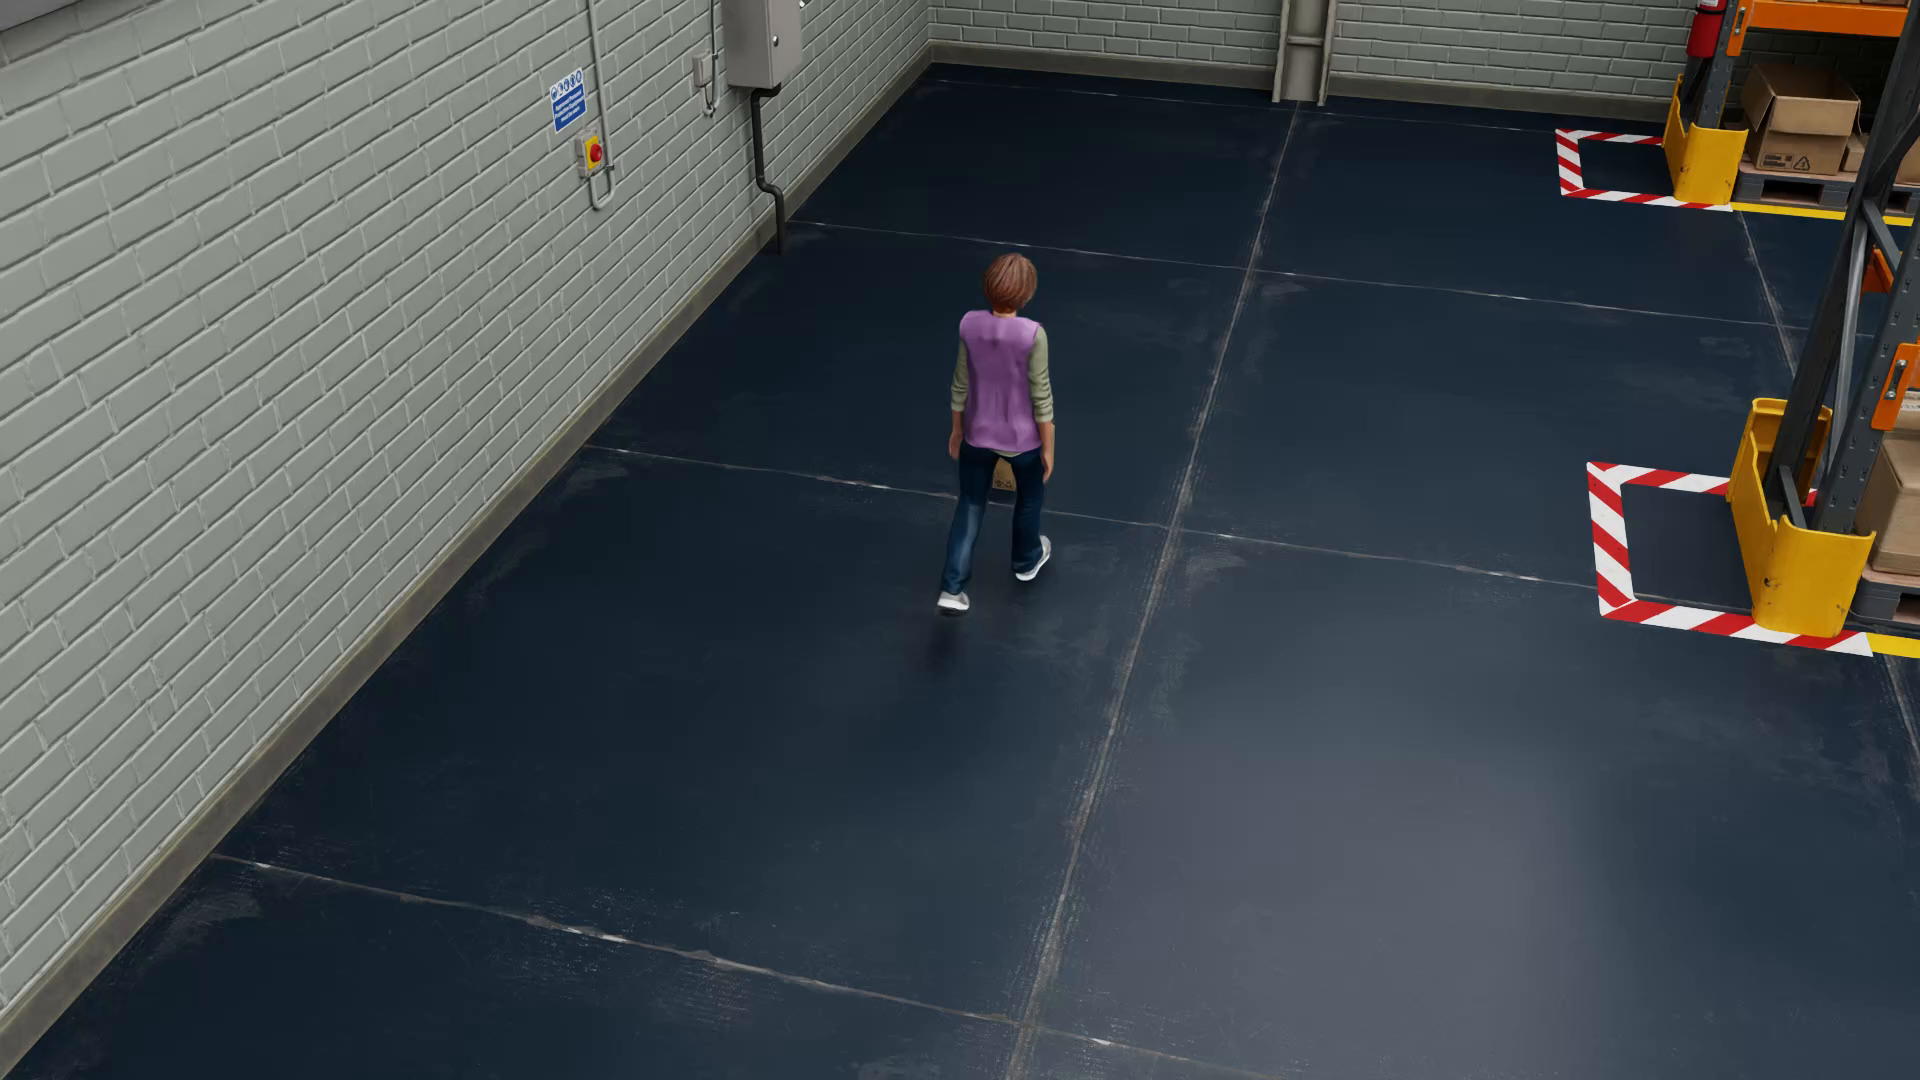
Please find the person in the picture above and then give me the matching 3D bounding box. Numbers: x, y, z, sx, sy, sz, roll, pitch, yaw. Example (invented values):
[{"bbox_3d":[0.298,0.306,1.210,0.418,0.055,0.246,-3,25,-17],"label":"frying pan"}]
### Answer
[{"bbox_3d":[0.167,-0.407,6.768,0.453,1.564,0.824,10,35,15],"label":"person"}]
